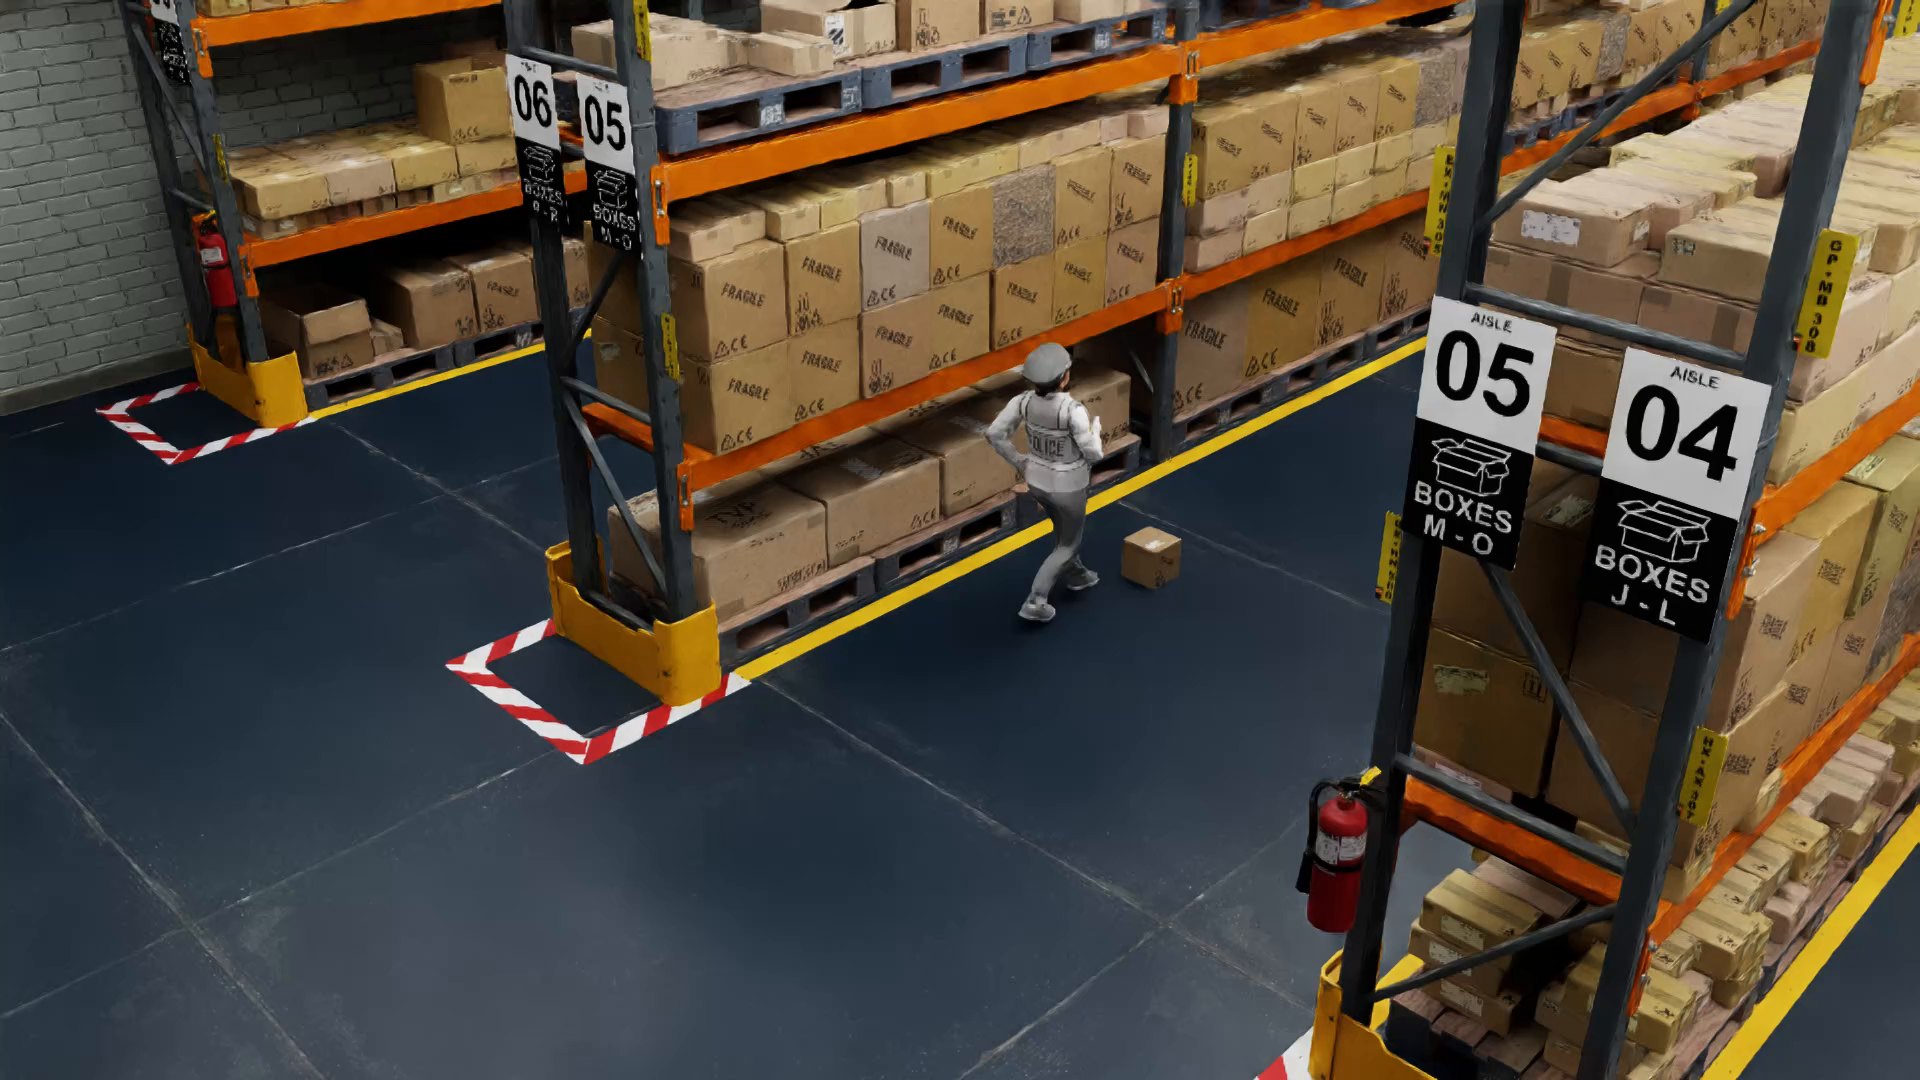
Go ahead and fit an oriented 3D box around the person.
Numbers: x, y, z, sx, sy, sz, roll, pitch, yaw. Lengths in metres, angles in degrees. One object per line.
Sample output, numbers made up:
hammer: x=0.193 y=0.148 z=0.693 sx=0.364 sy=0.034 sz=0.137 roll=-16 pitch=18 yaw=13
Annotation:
person: x=0.604 y=-0.344 z=9.247 sx=0.795 sy=1.671 sz=0.578 roll=-23 pitch=36 yaw=-37
